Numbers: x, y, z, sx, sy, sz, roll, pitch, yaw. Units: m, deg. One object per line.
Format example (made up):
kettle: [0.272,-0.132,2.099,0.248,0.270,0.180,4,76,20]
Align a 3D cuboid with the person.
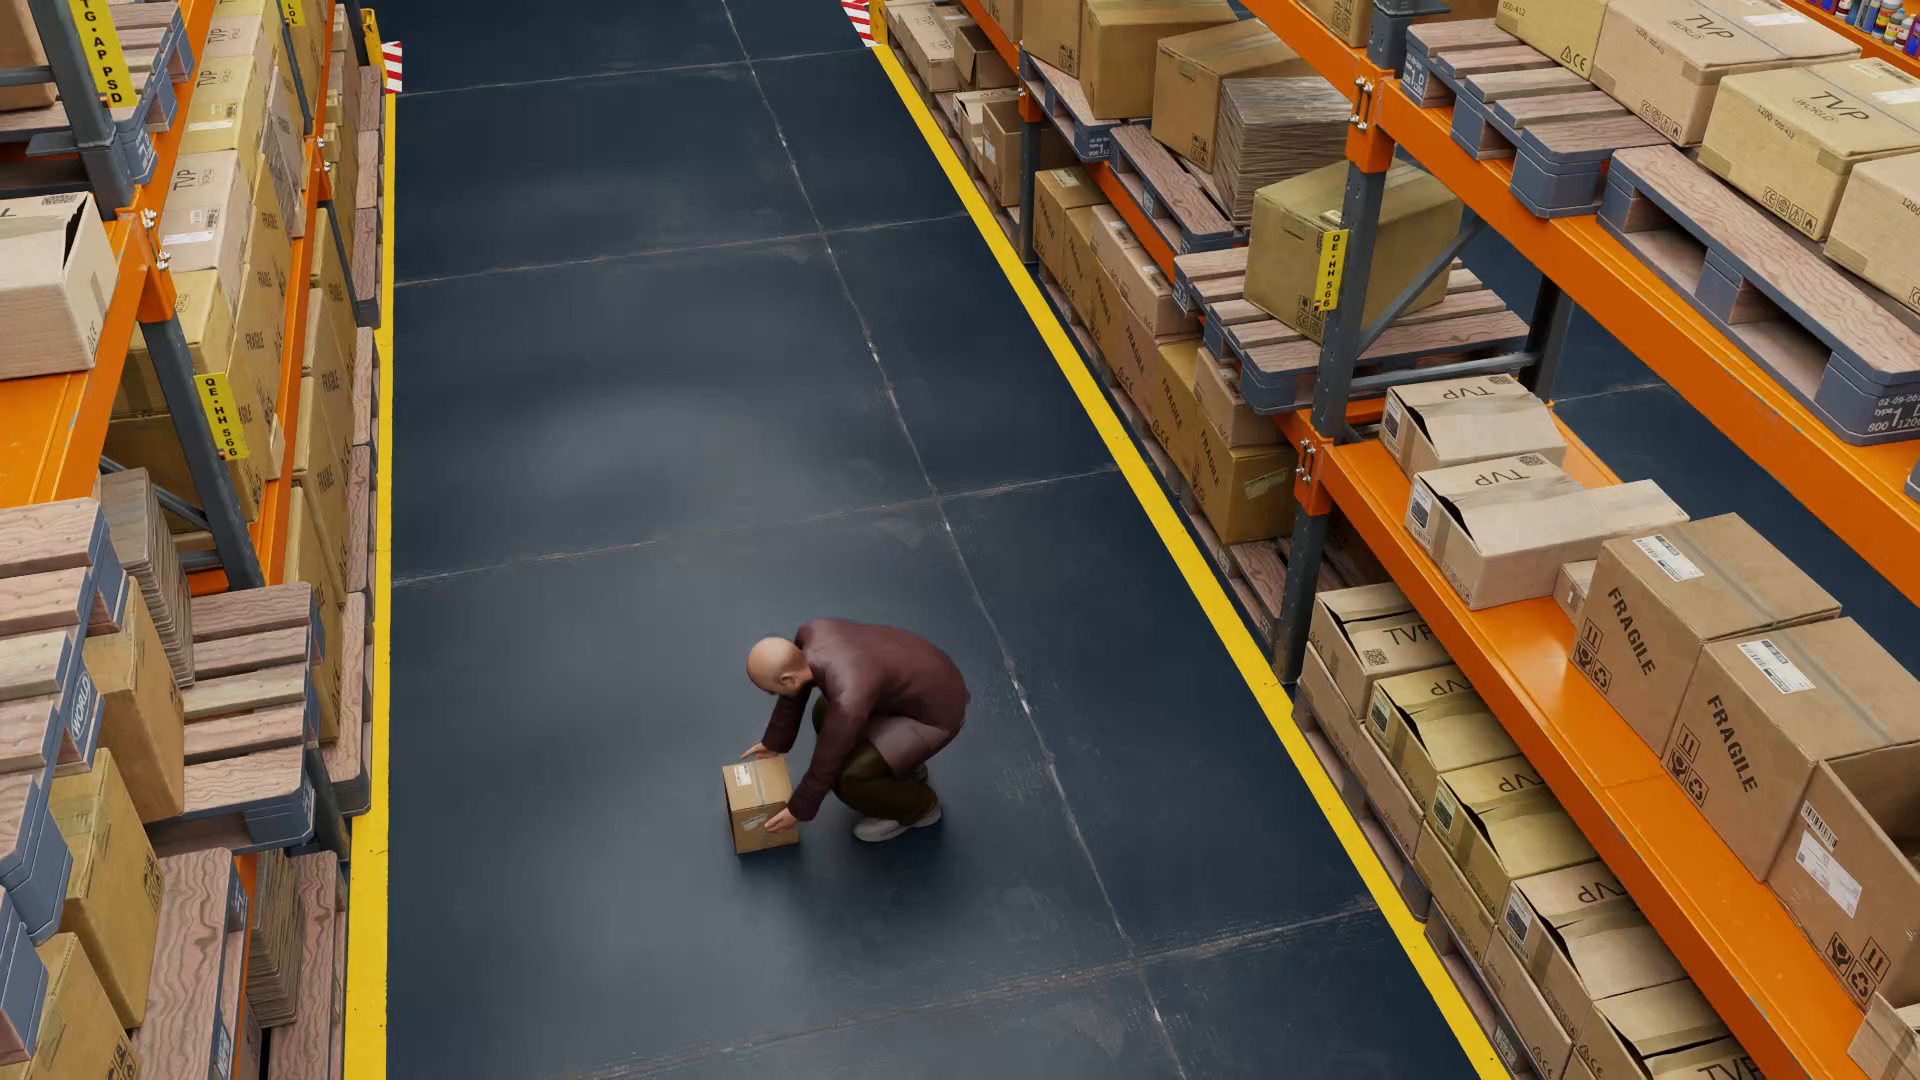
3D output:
person: [-0.396,0.701,6.438,0.896,1.024,0.610,-9,39,-12]
